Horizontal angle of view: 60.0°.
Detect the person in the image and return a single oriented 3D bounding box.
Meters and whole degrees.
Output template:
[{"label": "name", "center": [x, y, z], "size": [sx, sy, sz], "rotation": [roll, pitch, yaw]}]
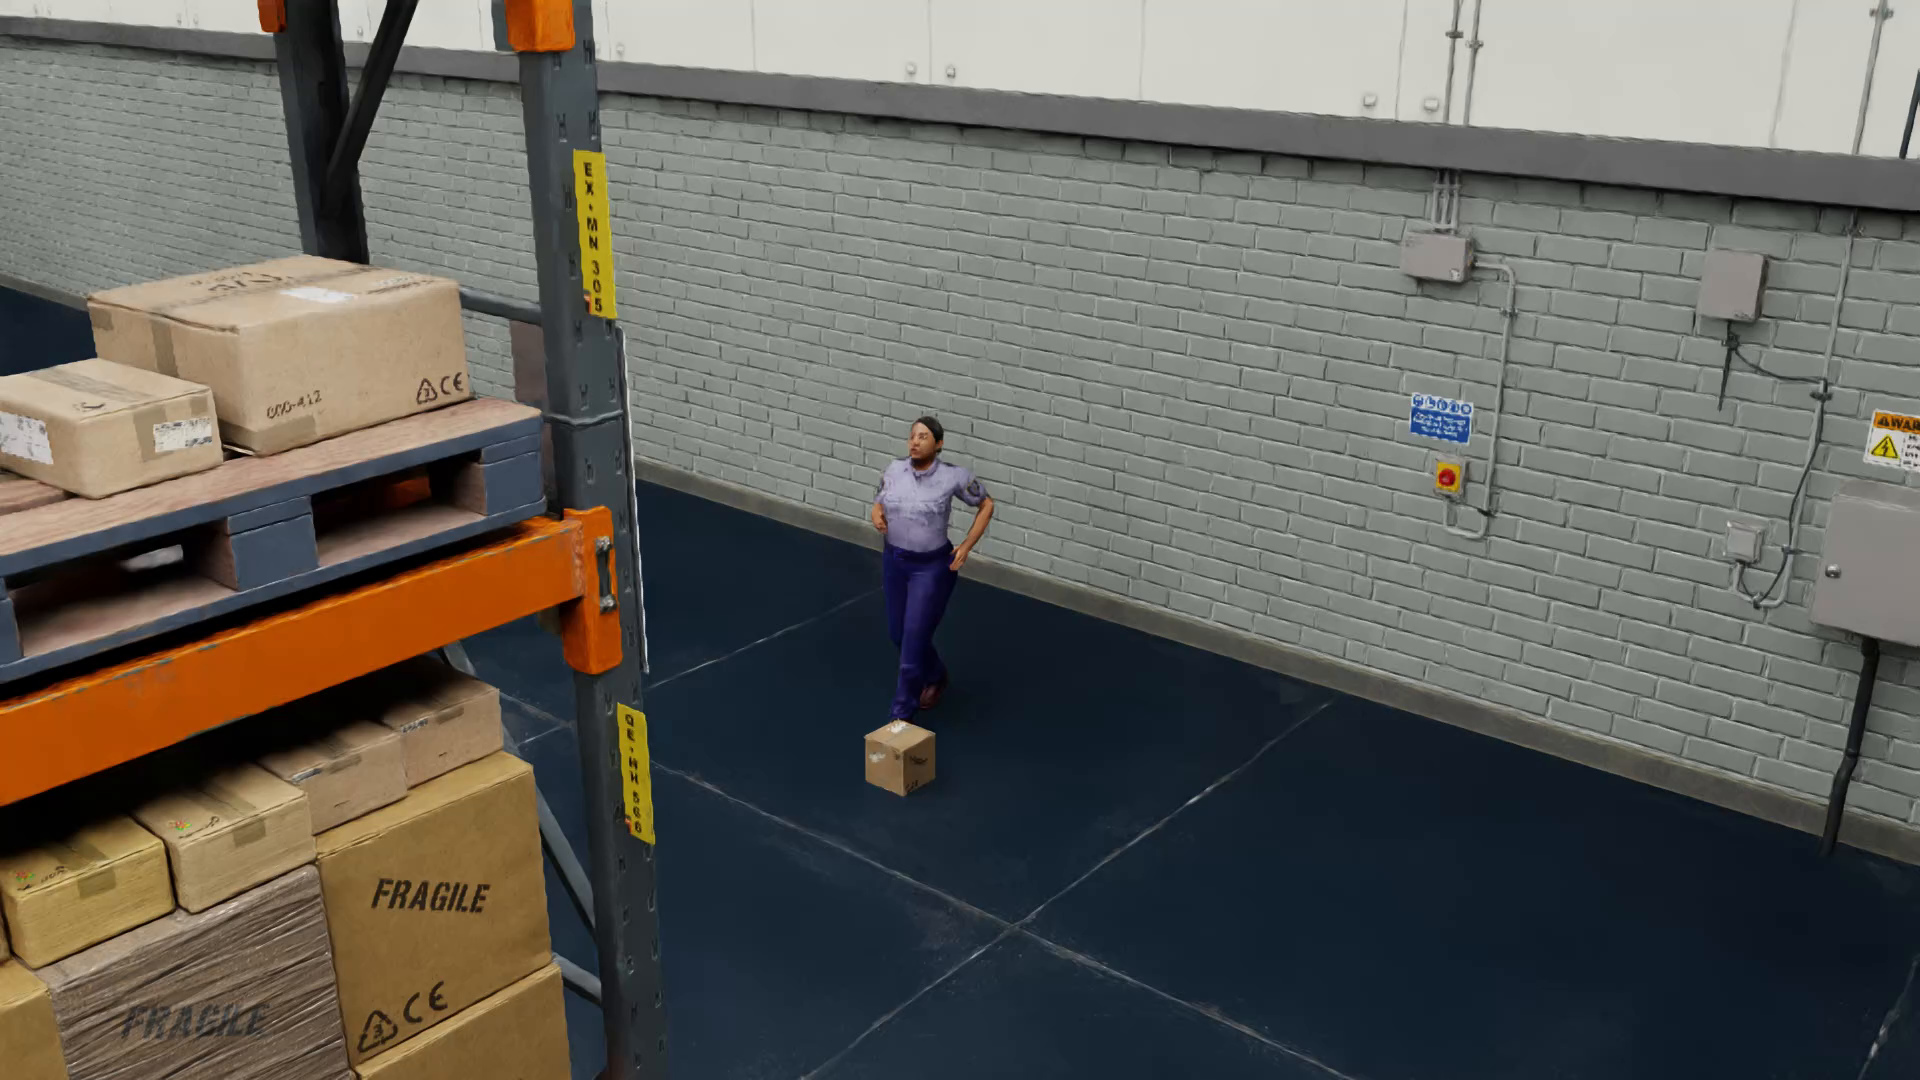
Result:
[{"label": "person", "center": [-0.265, 0.191, 8.620], "size": [0.566, 1.620, 0.804], "rotation": [14, 24, 32]}]
